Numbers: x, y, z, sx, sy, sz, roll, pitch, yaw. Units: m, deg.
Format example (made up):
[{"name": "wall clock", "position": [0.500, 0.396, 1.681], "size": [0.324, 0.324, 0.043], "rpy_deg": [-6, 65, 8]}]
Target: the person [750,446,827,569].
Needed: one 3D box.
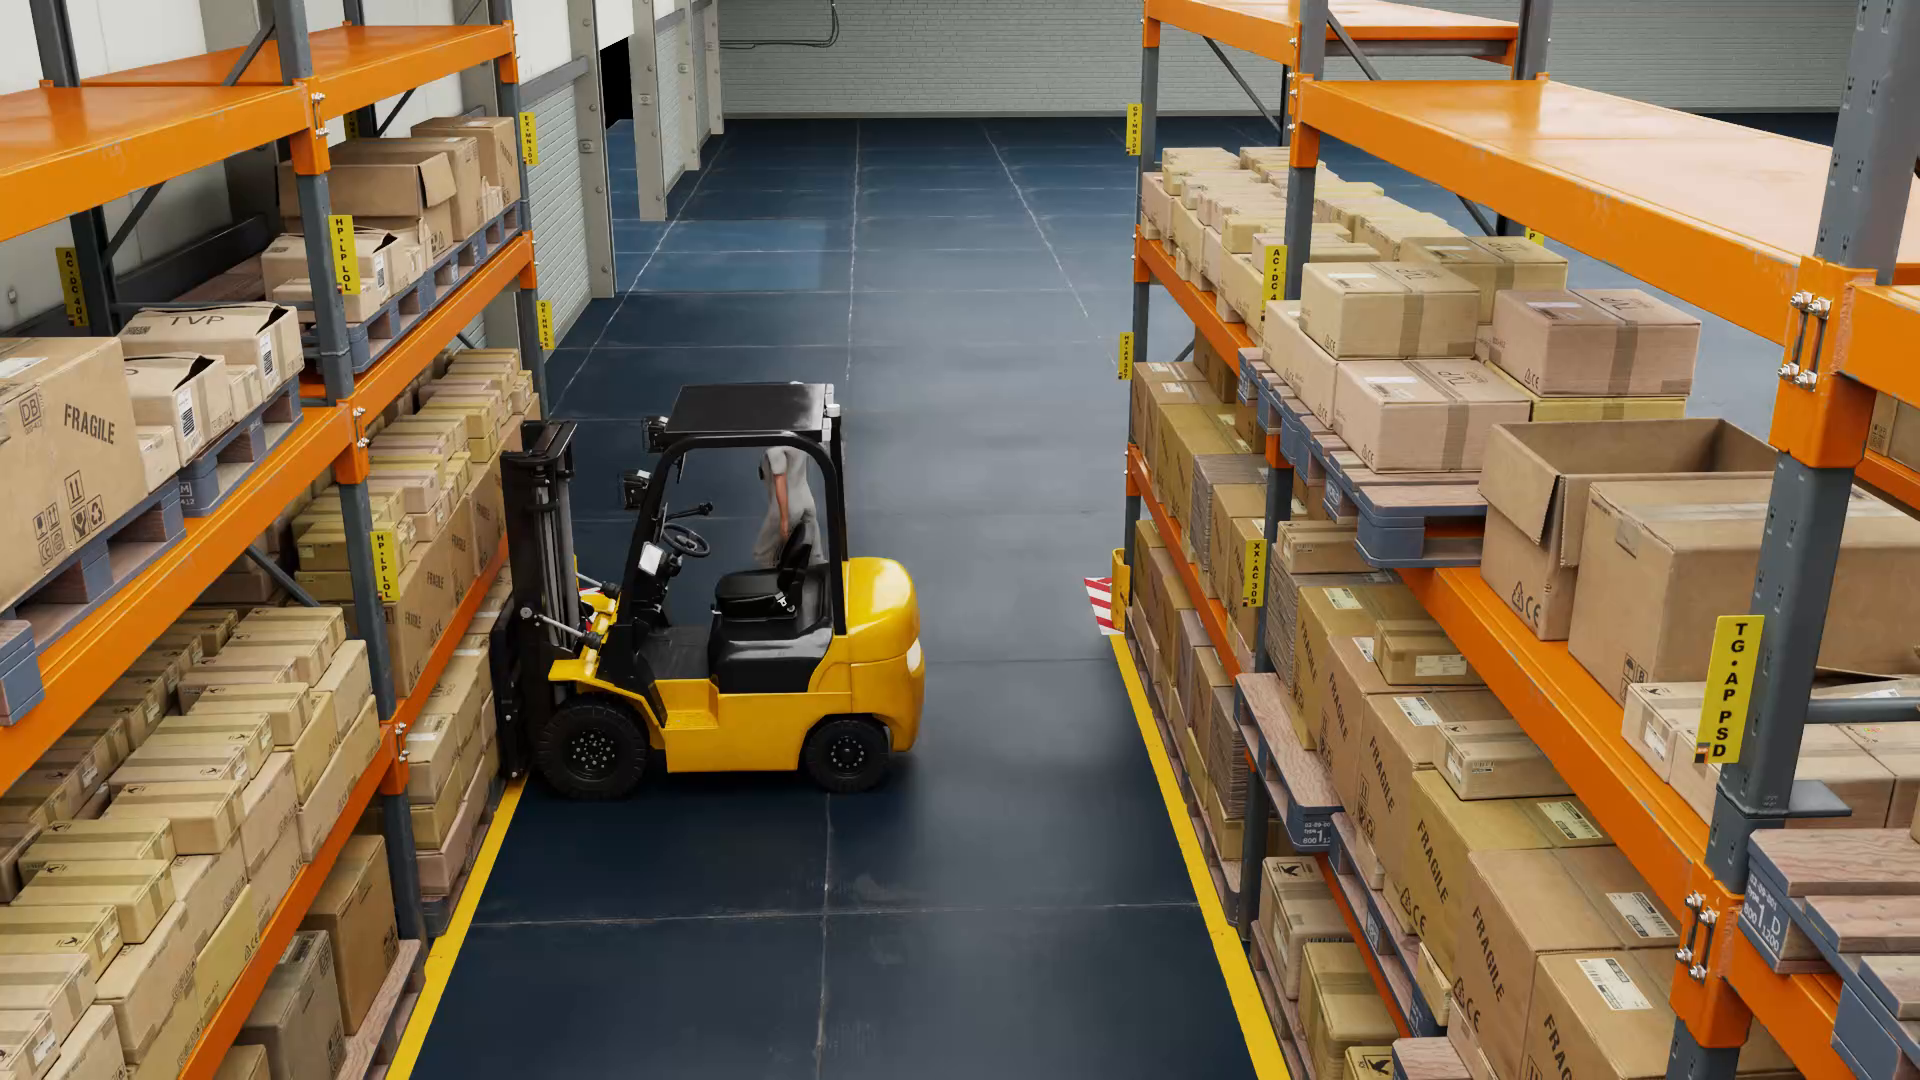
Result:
[{"name": "person", "position": [-1.178, -0.231, 11.589], "size": [0.804, 1.551, 0.469], "rpy_deg": [13, 24, 32]}]
